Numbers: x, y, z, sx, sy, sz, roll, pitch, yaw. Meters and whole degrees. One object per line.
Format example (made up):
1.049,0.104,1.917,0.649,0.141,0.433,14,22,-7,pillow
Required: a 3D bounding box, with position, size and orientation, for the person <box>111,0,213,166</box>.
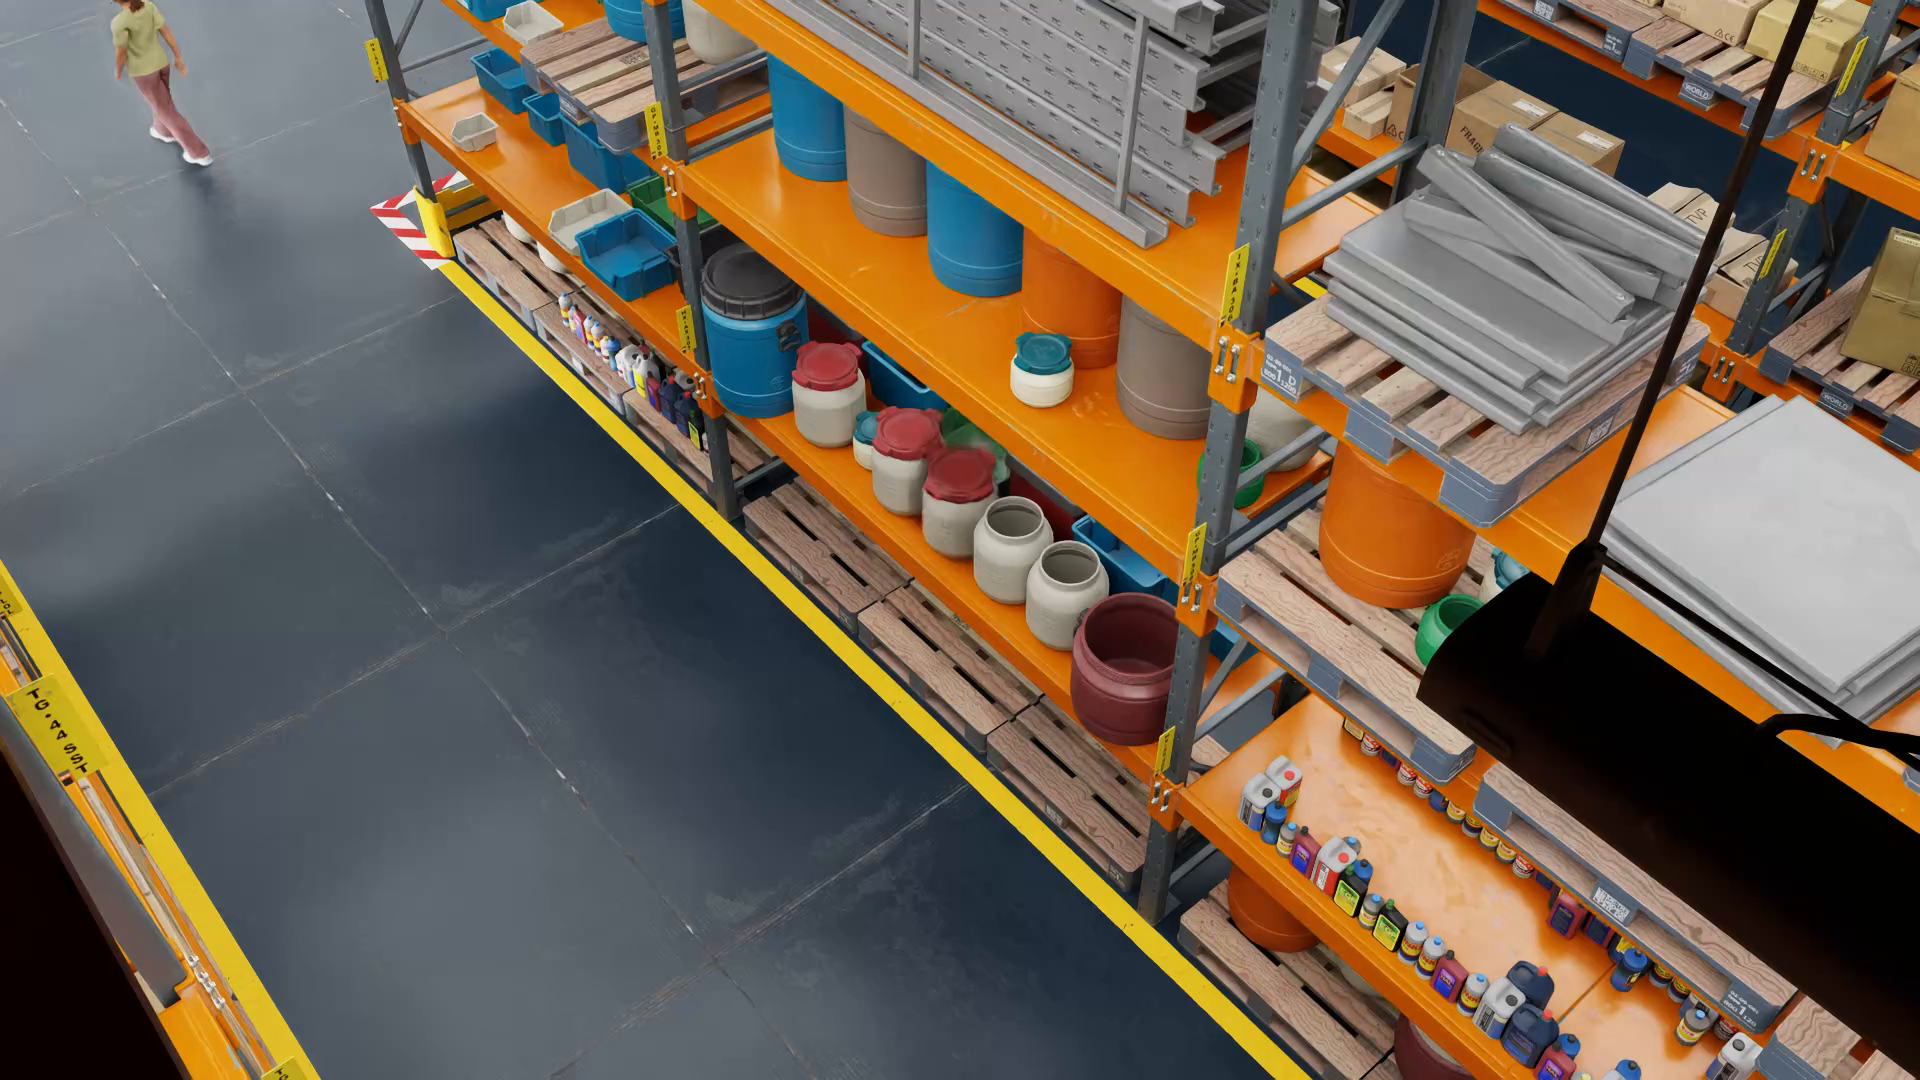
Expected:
-6.626,-3.834,13.464,0.821,1.644,0.485,14,48,13,person
